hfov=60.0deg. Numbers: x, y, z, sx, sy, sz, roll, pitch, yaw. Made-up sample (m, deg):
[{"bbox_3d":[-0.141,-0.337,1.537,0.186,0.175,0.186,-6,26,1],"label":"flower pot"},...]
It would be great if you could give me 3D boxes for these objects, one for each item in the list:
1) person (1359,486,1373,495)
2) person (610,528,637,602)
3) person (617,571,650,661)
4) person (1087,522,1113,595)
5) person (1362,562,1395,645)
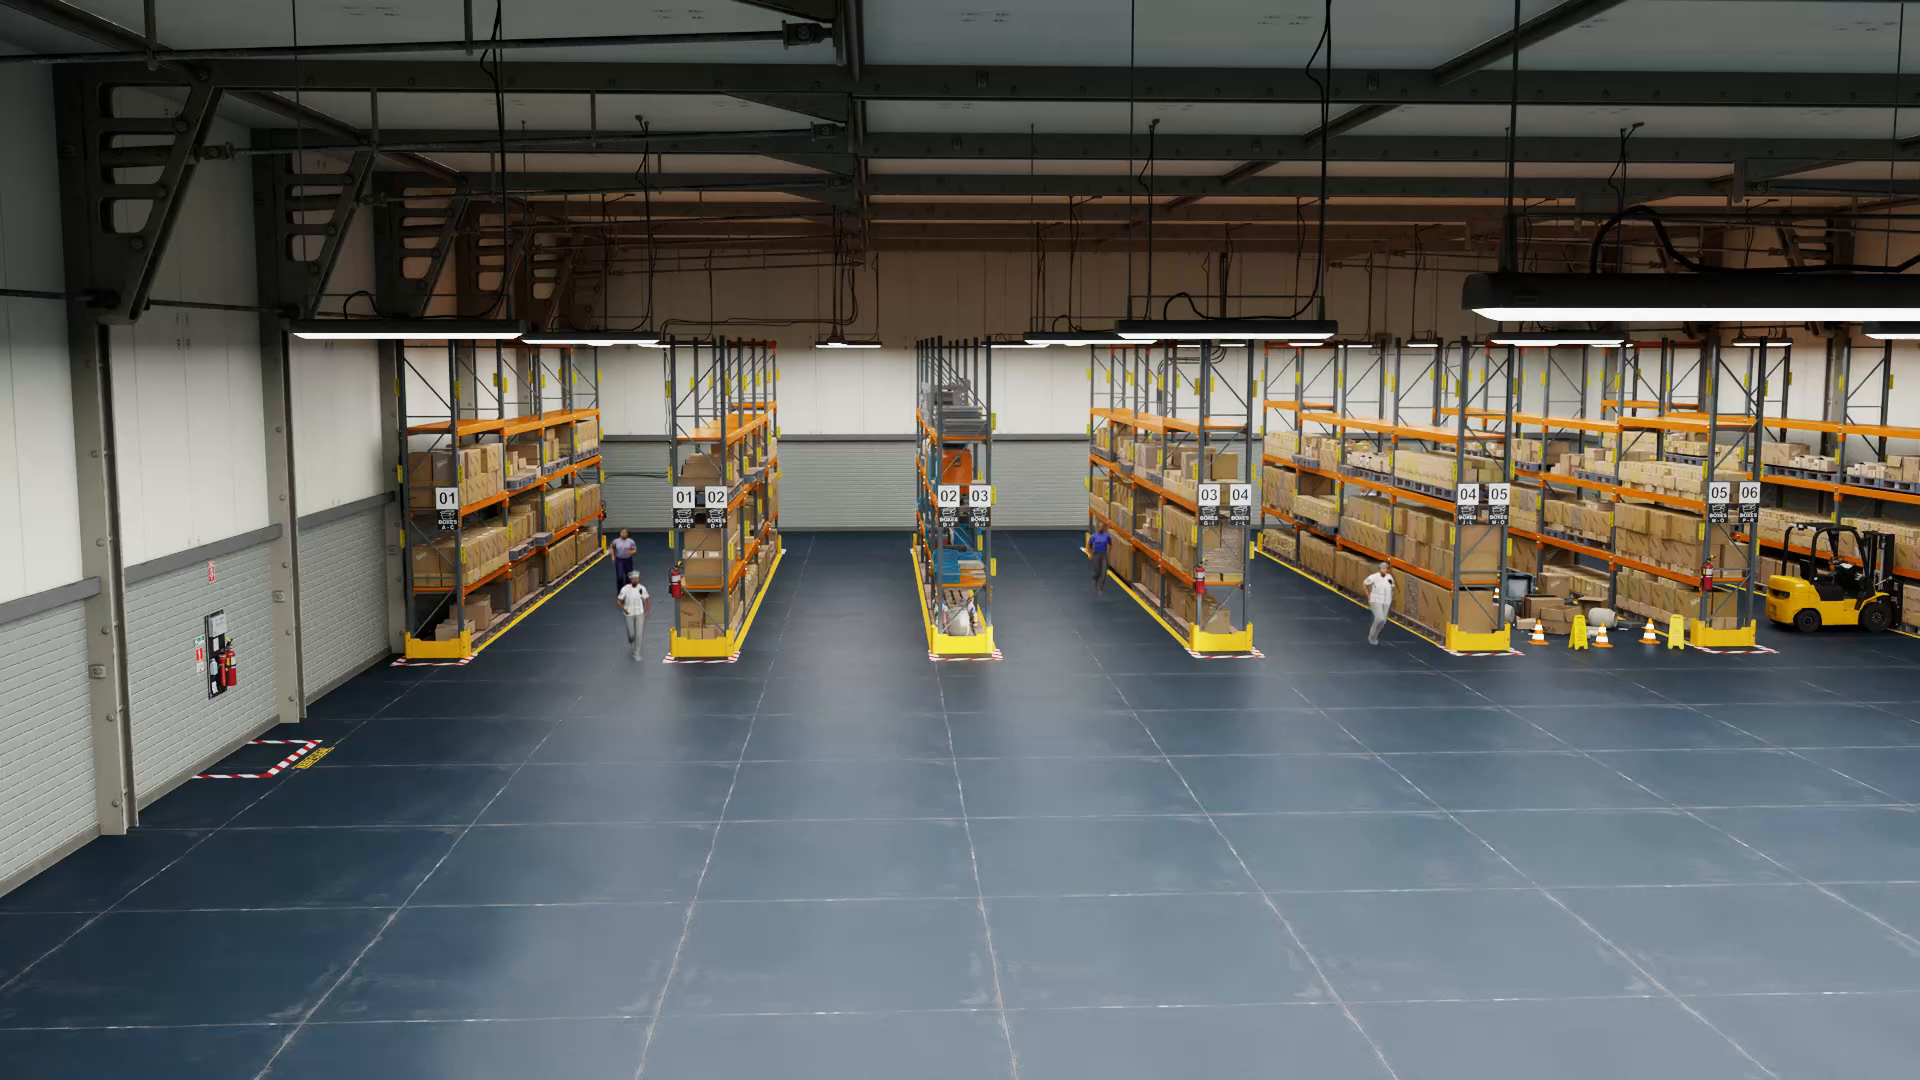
[{"bbox_3d":[11.931,-0.733,49.018,0.953,1.824,0.654,-1,7,-8],"label":"person"},{"bbox_3d":[-7.727,0.575,38.248,0.577,1.713,0.746,-2,7,-19],"label":"person"},{"bbox_3d":[-6.081,1.393,31.030,0.614,1.677,0.598,-2,7,-17],"label":"person"},{"bbox_3d":[3.152,0.401,37.364,0.582,1.631,0.577,-1,7,-6],"label":"person"},{"bbox_3d":[8.180,1.233,32.353,0.597,1.626,0.667,-2,7,-16],"label":"person"}]
